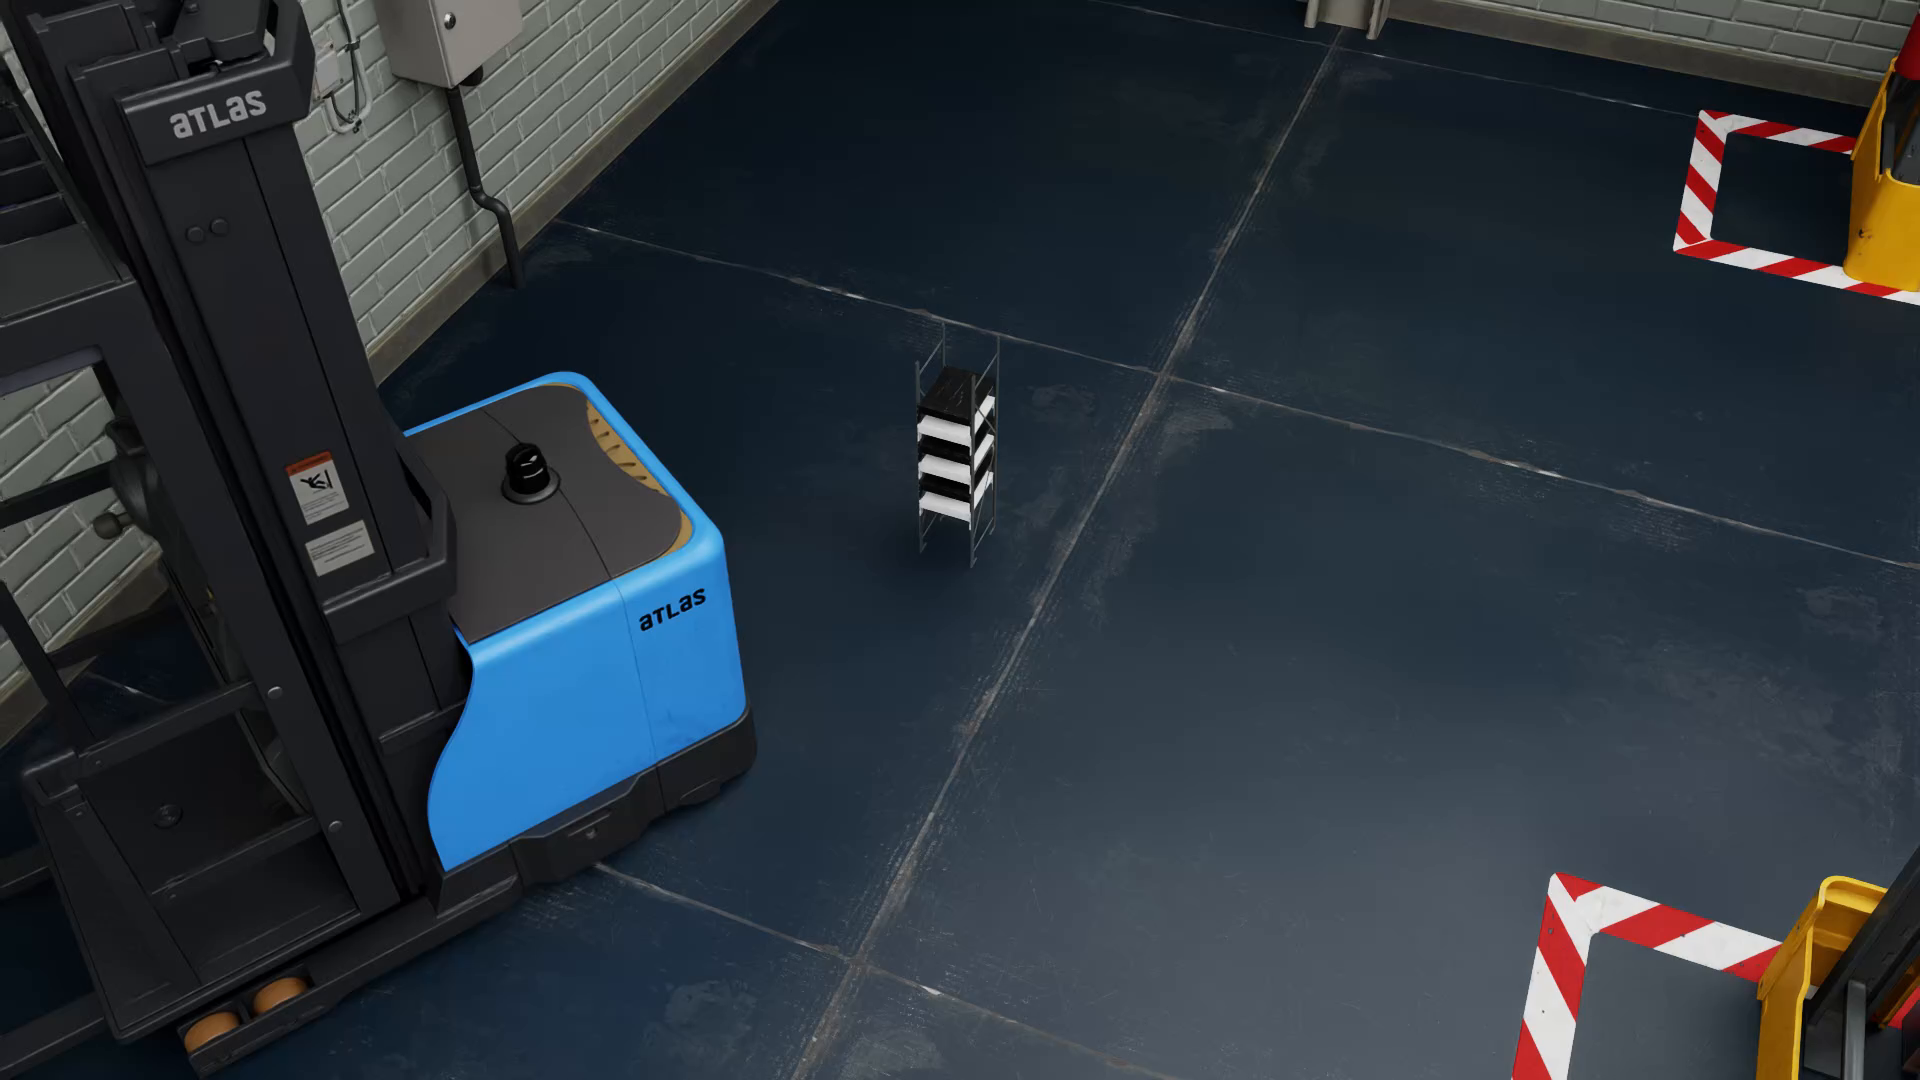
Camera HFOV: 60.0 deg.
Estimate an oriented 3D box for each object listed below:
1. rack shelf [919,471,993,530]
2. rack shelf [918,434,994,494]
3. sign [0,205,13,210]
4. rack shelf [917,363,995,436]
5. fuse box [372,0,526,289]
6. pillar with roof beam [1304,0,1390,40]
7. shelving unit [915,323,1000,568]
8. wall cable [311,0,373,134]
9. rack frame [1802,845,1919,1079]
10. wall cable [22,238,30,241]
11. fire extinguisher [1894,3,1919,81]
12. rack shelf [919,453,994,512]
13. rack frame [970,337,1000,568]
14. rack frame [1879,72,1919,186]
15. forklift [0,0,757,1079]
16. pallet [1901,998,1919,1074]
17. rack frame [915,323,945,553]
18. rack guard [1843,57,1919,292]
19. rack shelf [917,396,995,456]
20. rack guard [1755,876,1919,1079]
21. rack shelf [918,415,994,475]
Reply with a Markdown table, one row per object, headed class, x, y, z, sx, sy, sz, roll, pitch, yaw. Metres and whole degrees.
| class | x | y | z | sx | sy | sz | roll | pitch | yaw |
| --- | --- | --- | --- | --- | --- | --- | --- | --- | --- |
| rack shelf | -0.007 | -0.170 | 6.085 | 0.200 | 0.077 | 0.258 | 16 | 47 | 16 |
| rack shelf | -0.007 | -0.298 | 5.958 | 0.200 | 0.077 | 0.258 | 16 | 47 | 16 |
| sign | -2.939 | -0.956 | 4.893 | 0.001 | 0.218 | 0.327 | 16 | 47 | 16 |
| rack shelf | -0.007 | -0.489 | 5.768 | 0.200 | 0.077 | 0.258 | 16 | 47 | 16 |
| fuse box | -1.920 | -1.746 | 6.792 | 0.414 | 1.711 | 0.539 | 16 | 47 | 16 |
| pillar with roof beam | 0.458 | -3.235 | 3.121 | 0.400 | 9.000 | 9.100 | 16 | 47 | 16 |
| shelving unit | -0.007 | -0.321 | 5.935 | 0.210 | 0.900 | 0.258 | 16 | 47 | 16 |
| wall cable | -2.328 | -2.162 | 5.576 | 0.122 | 1.984 | 0.588 | 16 | 47 | 16 |
| rack frame | 2.349 | 0.641 | 3.479 | 0.127 | 3.000 | 1.000 | 16 | 47 | 16 |
| wall cable | -2.864 | -1.247 | 4.634 | 0.123 | 1.953 | 0.585 | 16 | 47 | 16 |
| fire extinguisher | 3.943 | -2.171 | 6.624 | 0.183 | 0.674 | 0.296 | 16 | 47 | 16 |
| rack shelf | -0.007 | -0.234 | 6.022 | 0.200 | 0.077 | 0.258 | 16 | 47 | 16 |
| rack frame | 0.086 | -0.294 | 5.907 | 0.006 | 0.900 | 0.240 | 16 | 47 | 16 |
| rack frame | 4.257 | -2.591 | 6.728 | 0.127 | 3.000 | 1.000 | 16 | 47 | 16 |
| forklift | -2.163 | 0.038 | 4.134 | 3.031 | 2.935 | 1.130 | -26 | 51 | -24 |
| pallet | 3.117 | 1.795 | 4.296 | 1.213 | 0.211 | 1.003 | 16 | 47 | 16 |
| rack frame | -0.101 | -0.349 | 5.963 | 0.006 | 0.900 | 0.240 | 16 | 47 | 16 |
| rack guard | 4.327 | -1.685 | 7.589 | 0.348 | 0.500 | 1.175 | 16 | 47 | 16 |
| rack shelf | -0.007 | -0.425 | 5.831 | 0.200 | 0.077 | 0.258 | 16 | 47 | 16 |
| rack guard | 2.327 | 1.520 | 4.368 | 0.348 | 0.500 | 1.175 | 16 | 47 | 16 |
| rack shelf | -0.007 | -0.361 | 5.895 | 0.200 | 0.077 | 0.258 | 16 | 47 | 16 |
